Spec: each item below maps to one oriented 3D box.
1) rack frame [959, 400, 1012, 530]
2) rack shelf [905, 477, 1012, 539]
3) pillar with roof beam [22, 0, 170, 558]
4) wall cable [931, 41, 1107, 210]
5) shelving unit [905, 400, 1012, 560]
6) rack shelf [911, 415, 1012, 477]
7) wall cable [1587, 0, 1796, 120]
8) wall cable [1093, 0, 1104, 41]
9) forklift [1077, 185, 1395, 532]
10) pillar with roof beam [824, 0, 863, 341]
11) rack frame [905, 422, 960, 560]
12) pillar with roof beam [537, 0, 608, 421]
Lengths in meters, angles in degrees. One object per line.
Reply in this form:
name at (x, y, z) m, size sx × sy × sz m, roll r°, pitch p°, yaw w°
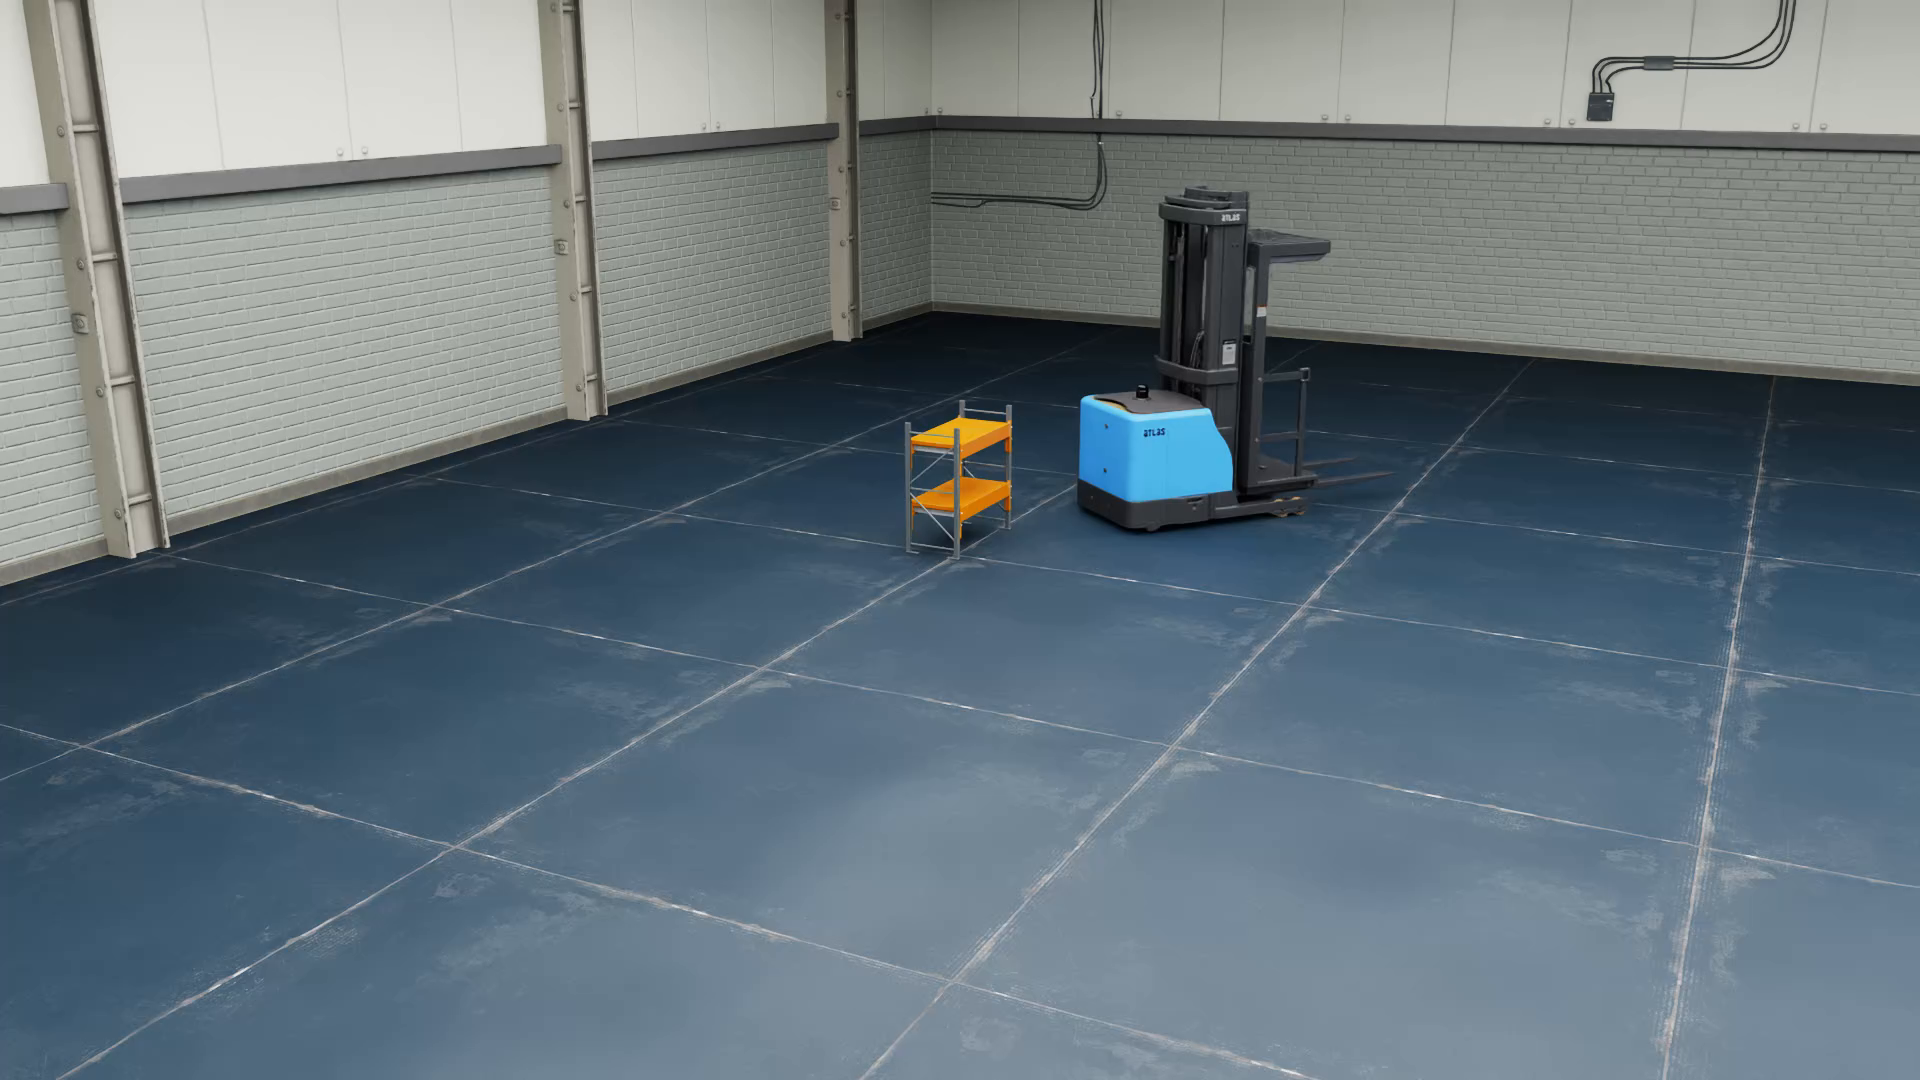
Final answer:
rack frame at (0.224, -0.667, 14.794) m, size 0.500 × 1.125 × 0.032 m, roll 8°, pitch 18°, yaw 25°
rack shelf at (-0.003, -0.303, 14.428) m, size 0.538 × 0.278 × 1.000 m, roll 8°, pitch 18°, yaw 25°
pillar with roof beam at (-3.177, -3.679, 11.108) m, size 9.100 × 9.000 × 0.400 m, roll 8°, pitch 18°, yaw 25°
wall cable at (0.833, -6.377, 25.645) m, size 3.097 × 2.526 × 0.112 m, roll 8°, pitch 18°, yaw 25°
shelving unit at (-0.003, -0.537, 14.358) m, size 0.538 × 1.125 × 1.048 m, roll 8°, pitch 18°, yaw 25°
rack shelf at (-0.003, -0.818, 14.275) m, size 0.538 × 0.278 × 1.000 m, roll 8°, pitch 18°, yaw 25°
wall cable at (9.319, -8.284, 20.638) m, size 2.305 × 6.003 × 0.169 m, roll 8°, pitch 18°, yaw 25°
wall cable at (3.254, -8.454, 23.767) m, size 3.097 × 2.526 × 0.112 m, roll 8°, pitch 18°, yaw 25°
forklift at (2.648, -1.740, 15.234) m, size 3.031 × 2.935 × 1.130 m, roll -7°, pitch 18°, yaw -23°
pillar with roof beam at (2.185, -6.736, 21.399) m, size 9.100 × 9.000 × 0.400 m, roll 8°, pitch 18°, yaw 25°
rack frame at (-0.230, -0.408, 13.922) m, size 0.500 × 1.125 × 0.032 m, roll 8°, pitch 18°, yaw 25°
pillar with roof beam at (-0.496, -5.208, 16.253) m, size 9.100 × 9.000 × 0.400 m, roll 8°, pitch 18°, yaw 25°
